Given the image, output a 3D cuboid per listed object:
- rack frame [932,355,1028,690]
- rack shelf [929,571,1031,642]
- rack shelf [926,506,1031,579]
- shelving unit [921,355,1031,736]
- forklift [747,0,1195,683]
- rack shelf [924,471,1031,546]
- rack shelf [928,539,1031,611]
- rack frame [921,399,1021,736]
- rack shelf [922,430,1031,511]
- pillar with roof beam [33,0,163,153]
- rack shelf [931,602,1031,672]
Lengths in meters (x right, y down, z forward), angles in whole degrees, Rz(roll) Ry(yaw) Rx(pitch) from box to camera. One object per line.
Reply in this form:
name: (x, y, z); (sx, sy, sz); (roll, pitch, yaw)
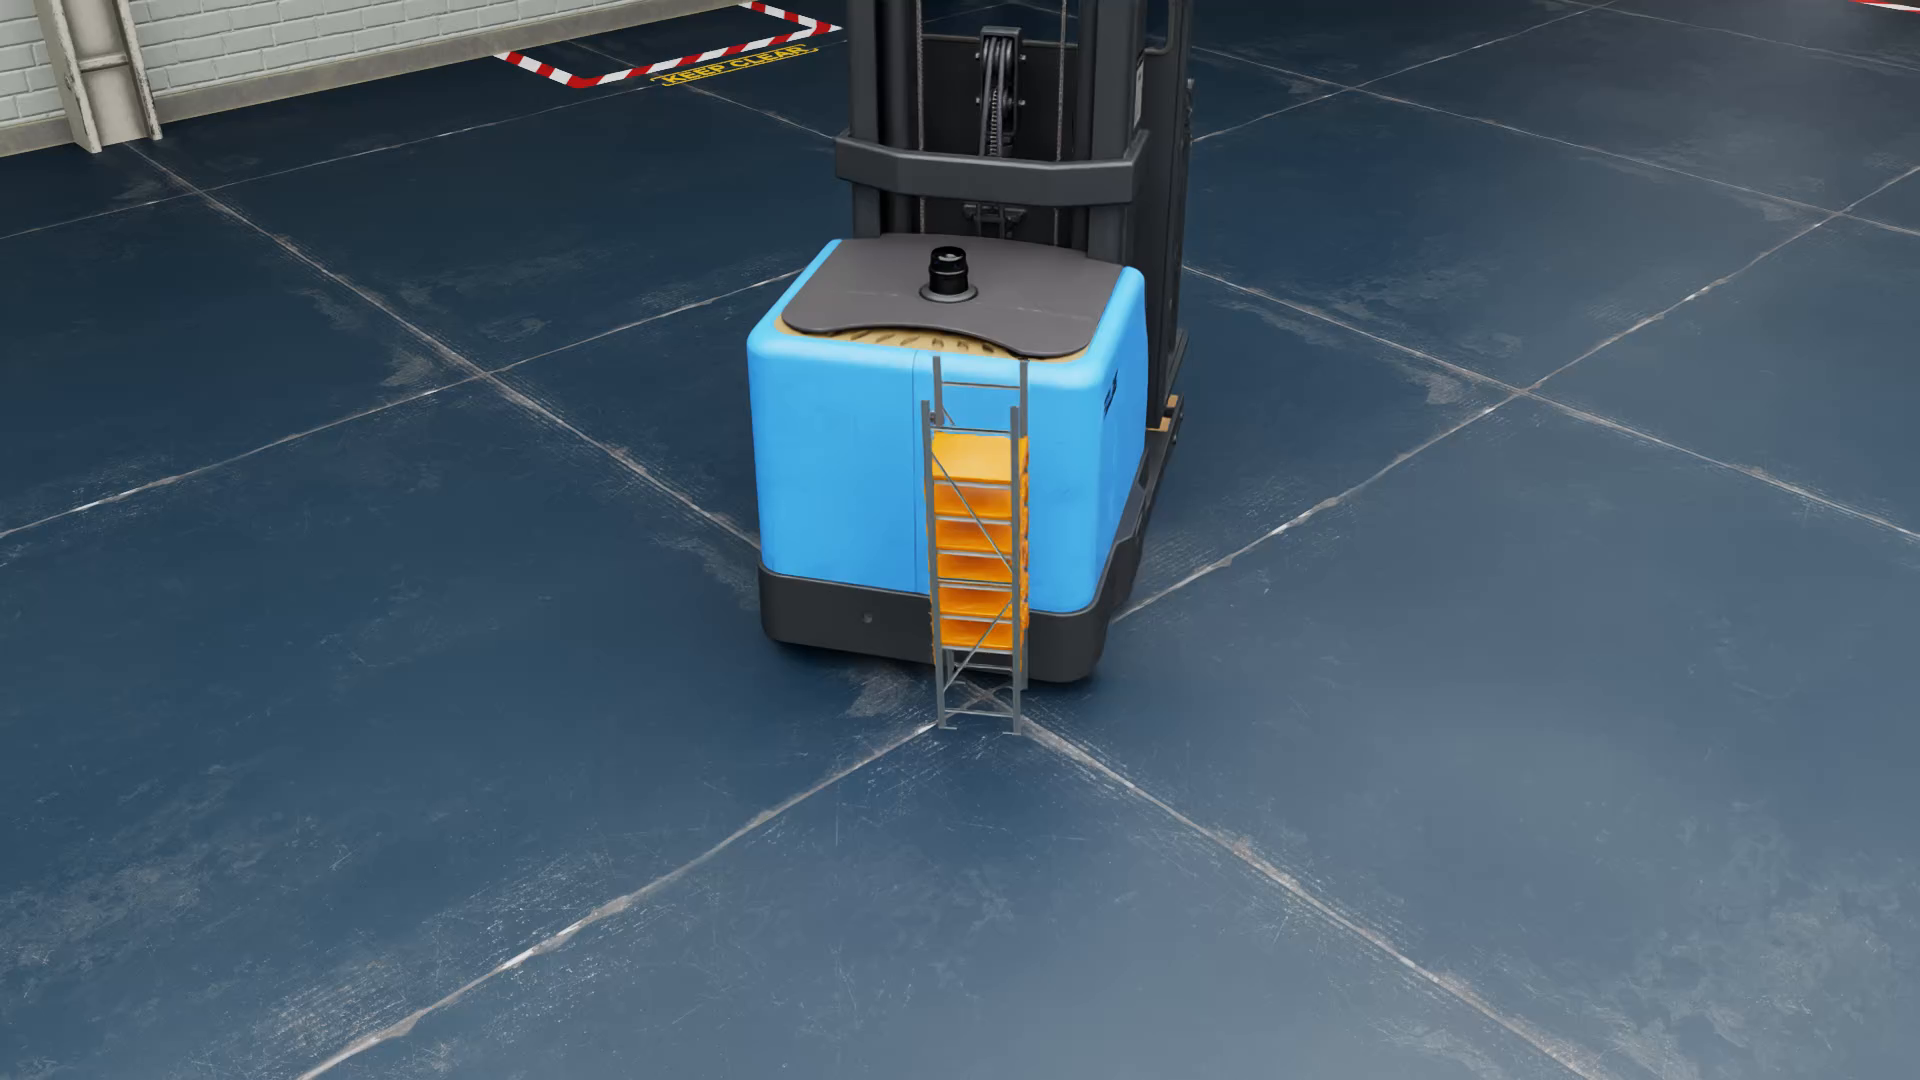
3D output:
rack frame: (0.067, -0.009, 4.567); (0.240, 1.200, 0.006); (4, 43, 7)
rack shelf: (0.058, 0.174, 4.610); (0.258, 0.103, 0.180); (4, 43, 7)
rack shelf: (0.051, -0.004, 4.449); (0.258, 0.103, 0.180); (4, 43, 7)
shelving unit: (0.053, 0.052, 4.500); (0.258, 1.200, 0.189); (4, 43, 7)
forklift: (0.243, -1.587, 5.536); (1.130, 2.935, 3.031); (8, 32, 12)
rack shelf: (0.048, -0.093, 4.369); (0.258, 0.103, 0.180); (4, 43, 7)
rack shelf: (0.054, 0.085, 4.530); (0.258, 0.103, 0.180); (4, 43, 7)
rack frame: (0.040, 0.113, 4.433); (0.240, 1.200, 0.006); (4, 43, 7)
rack shelf: (0.044, -0.182, 4.288); (0.258, 0.103, 0.180); (4, 43, 7)
pillar with roof beam: (-1.876, -4.479, 4.449); (0.400, 9.000, 9.100); (-26, 40, -35)
rack shelf: (0.061, 0.263, 4.691); (0.258, 0.103, 0.180); (4, 43, 7)
